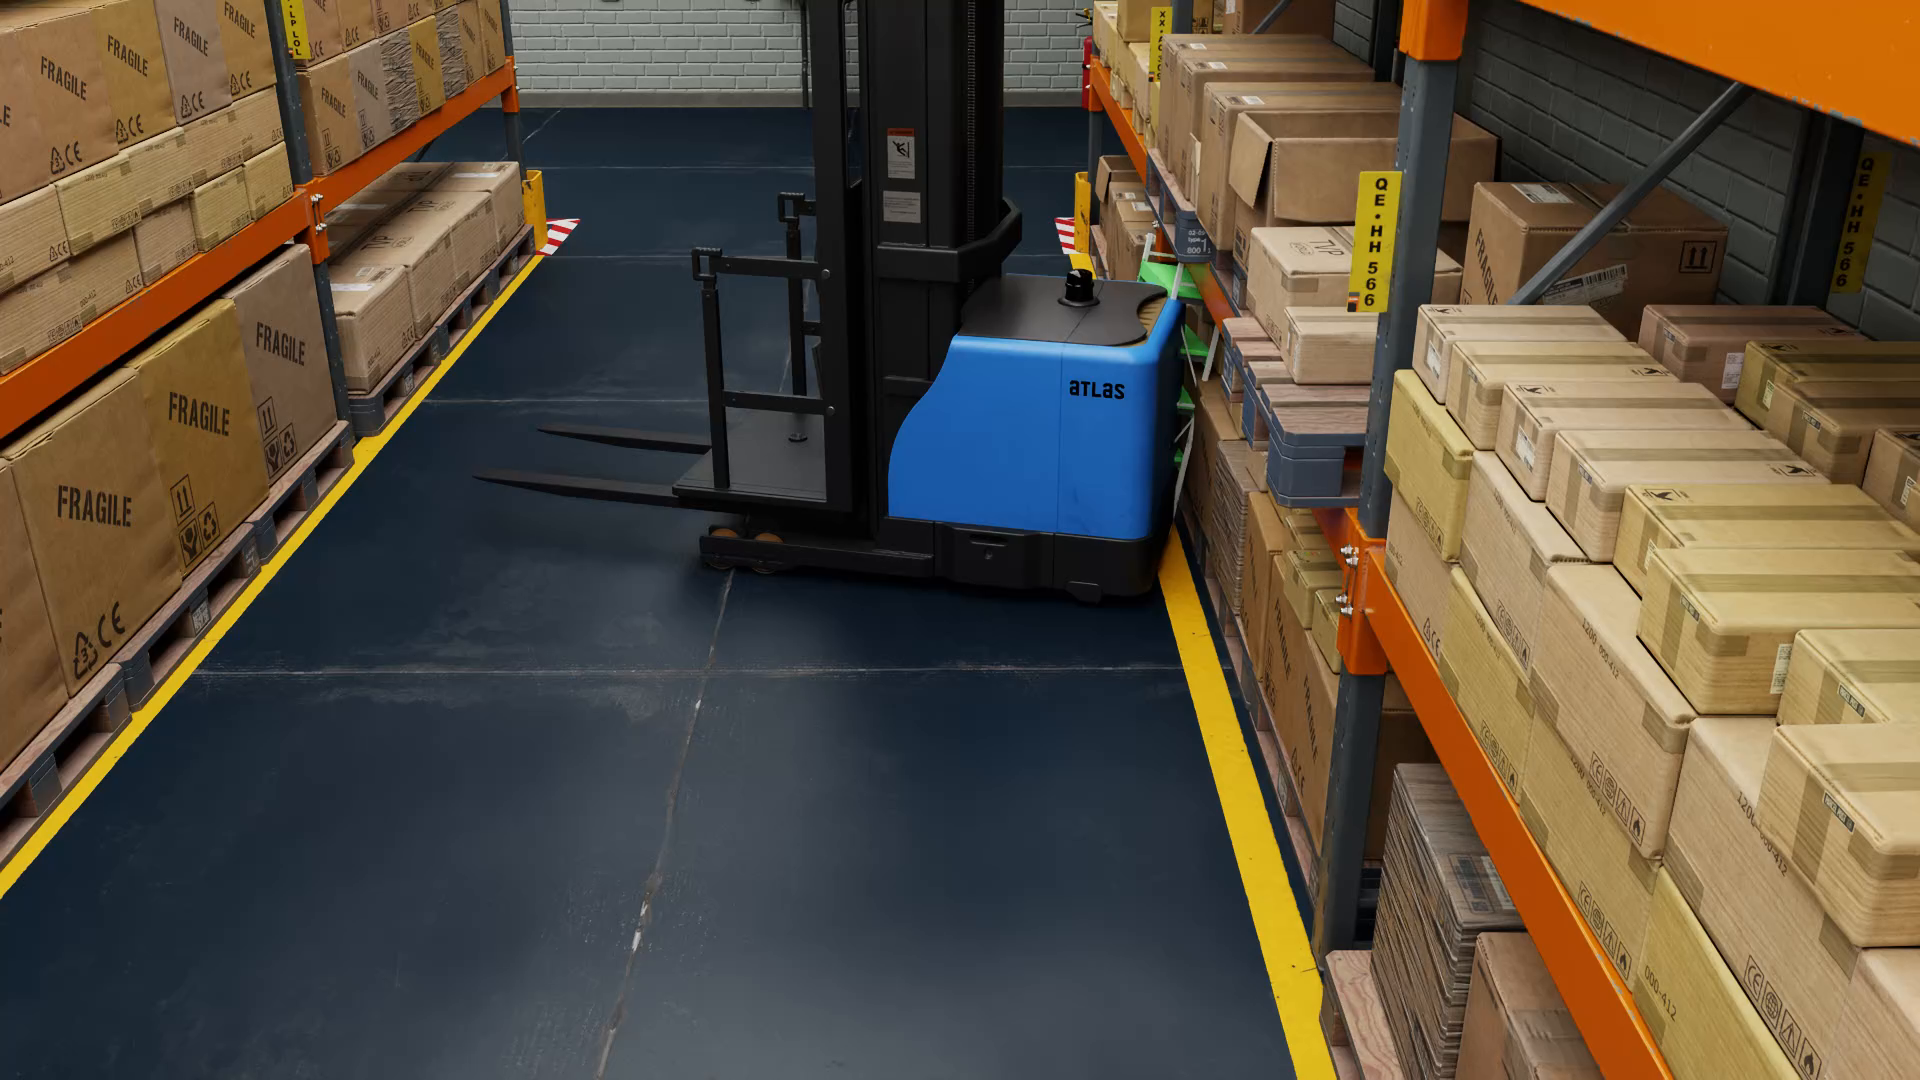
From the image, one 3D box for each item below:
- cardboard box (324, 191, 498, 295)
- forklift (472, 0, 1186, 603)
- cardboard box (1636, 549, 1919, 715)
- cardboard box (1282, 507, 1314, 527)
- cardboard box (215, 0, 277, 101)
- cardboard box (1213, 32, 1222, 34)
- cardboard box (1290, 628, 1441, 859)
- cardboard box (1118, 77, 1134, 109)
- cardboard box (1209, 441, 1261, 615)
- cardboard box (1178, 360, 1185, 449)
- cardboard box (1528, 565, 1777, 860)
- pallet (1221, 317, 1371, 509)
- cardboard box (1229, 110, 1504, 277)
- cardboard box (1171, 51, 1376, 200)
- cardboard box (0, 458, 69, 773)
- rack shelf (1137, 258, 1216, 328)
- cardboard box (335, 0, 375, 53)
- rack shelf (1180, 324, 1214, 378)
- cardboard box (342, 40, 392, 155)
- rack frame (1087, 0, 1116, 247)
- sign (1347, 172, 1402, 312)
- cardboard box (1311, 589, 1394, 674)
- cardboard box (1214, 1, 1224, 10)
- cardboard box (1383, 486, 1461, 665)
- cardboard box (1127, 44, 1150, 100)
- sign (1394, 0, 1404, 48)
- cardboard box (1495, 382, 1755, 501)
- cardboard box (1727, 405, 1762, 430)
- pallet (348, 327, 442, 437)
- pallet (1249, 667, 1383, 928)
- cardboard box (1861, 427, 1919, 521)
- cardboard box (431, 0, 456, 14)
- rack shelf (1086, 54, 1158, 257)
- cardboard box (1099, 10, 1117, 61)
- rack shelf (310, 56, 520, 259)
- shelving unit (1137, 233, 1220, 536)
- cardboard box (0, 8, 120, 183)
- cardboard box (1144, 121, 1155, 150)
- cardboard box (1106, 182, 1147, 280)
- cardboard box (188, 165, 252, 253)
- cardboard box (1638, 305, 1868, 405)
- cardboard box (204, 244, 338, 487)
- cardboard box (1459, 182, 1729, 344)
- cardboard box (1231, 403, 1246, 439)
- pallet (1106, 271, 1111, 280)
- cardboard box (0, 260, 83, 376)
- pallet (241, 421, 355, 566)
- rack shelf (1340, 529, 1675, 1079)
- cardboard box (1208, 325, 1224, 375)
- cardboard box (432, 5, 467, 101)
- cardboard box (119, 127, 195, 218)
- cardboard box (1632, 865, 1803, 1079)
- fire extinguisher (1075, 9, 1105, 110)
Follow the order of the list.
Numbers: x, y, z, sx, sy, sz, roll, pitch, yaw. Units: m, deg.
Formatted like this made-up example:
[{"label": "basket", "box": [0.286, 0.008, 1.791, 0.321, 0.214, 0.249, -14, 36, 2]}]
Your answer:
[{"label": "cardboard box", "box": [-3.433, -1.841, 10.281, 0.875, 0.438, 0.875, 0, 24, 1]}, {"label": "forklift", "box": [-0.604, -1.398, 6.783, 3.031, 2.935, 1.130, 6, 25, 13]}, {"label": "cardboard box", "box": [1.225, 0.130, 2.414, 0.380, 0.149, 0.250, 0, 24, 1]}, {"label": "cardboard box", "box": [1.283, -0.074, 5.509, 0.380, 0.149, 0.250, 0, 24, 1]}, {"label": "cardboard box", "box": [-3.259, -2.136, 6.998, 0.500, 0.500, 0.500, 1, 24, 1]}, {"label": "cardboard box", "box": [1.686, -2.737, 9.482, 0.500, 0.250, 0.500, 0, 24, -1]}, {"label": "cardboard box", "box": [1.272, 0.581, 4.849, 0.500, 0.500, 0.500, 0, 24, 1]}, {"label": "cardboard box", "box": [1.121, -2.599, 9.662, 0.380, 0.149, 0.250, 0, 24, 1]}, {"label": "cardboard box", "box": [1.245, -0.055, 6.255, 0.500, 0.500, 0.500, -1, 24, -2]}, {"label": "cardboard box", "box": [1.229, -0.694, 7.667, 0.500, 0.500, 0.500, 1, 24, 2]}, {"label": "cardboard box", "box": [1.244, 0.253, 2.625, 0.500, 0.250, 0.500, -1, 24, -2]}, {"label": "pallet", "box": [1.414, -0.385, 4.694, 1.213, 0.211, 1.003, 0, 24, -1]}, {"label": "cardboard box", "box": [1.289, -1.103, 5.415, 0.797, 0.503, 0.637, -1, 24, -2]}, {"label": "cardboard box", "box": [1.236, -1.665, 6.660, 0.700, 0.500, 0.500, 0, 24, 0]}, {"label": "cardboard box", "box": [-3.396, 0.322, 4.966, 0.875, 0.875, 0.875, 0, 24, -1]}, {"label": "rack shelf", "box": [0.940, -1.052, 7.098, 0.258, 0.148, 0.480, 6, 23, -12]}, {"label": "cardboard box", "box": [-3.277, -2.724, 8.299, 0.500, 0.500, 0.500, -1, 24, -1]}, {"label": "rack shelf", "box": [0.899, -0.835, 7.190, 0.258, 0.148, 0.480, 6, 23, -12]}, {"label": "cardboard box", "box": [-3.260, -2.265, 8.497, 0.500, 0.500, 0.500, 0, 24, 0]}, {"label": "rack frame", "box": [1.405, -3.490, 11.326, 1.000, 3.000, 0.127, 0, 24, -1]}, {"label": "sign", "box": [0.949, -0.678, 3.801, 0.100, 0.325, 0.005, 0, 24, -1]}, {"label": "cardboard box", "box": [1.233, 0.256, 4.780, 0.380, 0.149, 0.250, -1, 24, -3]}, {"label": "cardboard box", "box": [1.675, -3.369, 10.879, 0.500, 0.250, 0.500, 0, 24, 1]}, {"label": "cardboard box", "box": [1.252, 0.059, 3.661, 0.500, 0.250, 0.500, 0, 24, 0]}, {"label": "cardboard box", "box": [1.186, -2.529, 9.023, 0.500, 0.250, 0.500, 0, 24, -1]}, {"label": "sign", "box": [2.003, -2.373, 7.452, 0.100, 0.325, 0.005, 0, 24, -1]}, {"label": "cardboard box", "box": [1.234, -0.186, 3.112, 0.380, 0.149, 0.250, 0, 24, 1]}, {"label": "cardboard box", "box": [1.775, -0.169, 3.559, 0.500, 0.250, 0.500, 0, 24, 1]}, {"label": "pallet", "box": [-3.445, -0.861, 8.897, 1.003, 0.211, 1.213, 0, 24, -1]}, {"label": "pallet", "box": [1.522, 0.770, 5.292, 1.003, 0.211, 1.213, 0, 24, -1]}, {"label": "cardboard box", "box": [1.827, -0.086, 2.892, 0.380, 0.149, 0.250, -1, 24, -2]}, {"label": "cardboard box", "box": [-3.278, -3.350, 9.683, 0.500, 0.500, 0.500, 0, 24, -1]}, {"label": "rack shelf", "box": [1.426, -2.338, 9.652, 1.077, 0.370, 4.000, 0, 24, -1]}, {"label": "cardboard box", "box": [1.146, -3.161, 10.420, 0.500, 0.250, 0.500, 0, 24, 0]}, {"label": "rack shelf", "box": [-3.537, -2.314, 9.599, 1.077, 0.370, 4.000, 0, 24, -1]}, {"label": "shelving unit", "box": [0.868, -0.675, 7.258, 0.258, 1.200, 0.503, 6, 23, -12]}, {"label": "cardboard box", "box": [-3.240, -1.500, 5.593, 0.500, 0.500, 0.500, 0, 24, 0]}, {"label": "cardboard box", "box": [1.141, -2.071, 8.495, 0.380, 0.149, 0.250, 0, 24, 1]}, {"label": "cardboard box", "box": [1.287, -1.937, 10.417, 0.700, 0.500, 0.500, 1, 24, 2]}, {"label": "cardboard box", "box": [-3.254, -1.356, 6.789, 0.500, 0.250, 0.500, -1, 24, -1]}, {"label": "cardboard box", "box": [1.698, -0.401, 3.589, 0.380, 0.149, 0.250, 1, 24, 1]}, {"label": "cardboard box", "box": [-3.428, -0.786, 7.416, 0.875, 0.875, 0.875, 0, 24, 1]}, {"label": "cardboard box", "box": [1.643, -0.643, 4.401, 0.500, 0.500, 0.500, 1, 24, 2]}, {"label": "cardboard box", "box": [1.263, -0.503, 6.458, 0.380, 0.149, 0.250, 1, 24, 1]}, {"label": "pallet", "box": [1.426, -1.358, 9.996, 1.003, 0.211, 1.213, 0, 24, -1]}, {"label": "cardboard box", "box": [-3.248, -0.732, 5.409, 0.500, 0.250, 0.500, 1, 24, 1]}, {"label": "pallet", "box": [-3.431, -0.229, 7.501, 1.003, 0.211, 1.213, 0, 24, -1]}, {"label": "rack shelf", "box": [1.514, 0.959, 2.363, 1.077, 0.370, 4.000, 0, 24, -1]}, {"label": "cardboard box", "box": [1.281, -0.821, 7.162, 0.380, 0.149, 0.250, -1, 24, -3]}, {"label": "cardboard box", "box": [-3.283, -2.895, 9.890, 0.500, 0.500, 0.500, 0, 24, 1]}, {"label": "cardboard box", "box": [-3.243, -1.377, 6.230, 0.500, 0.250, 0.500, 0, 24, 1]}, {"label": "cardboard box", "box": [1.269, 0.692, 2.261, 0.500, 0.250, 0.500, 1, 24, 1]}, {"label": "fire extinguisher", "box": [0.941, -3.343, 11.548, 0.296, 0.674, 0.183, 0, 24, -1]}]
